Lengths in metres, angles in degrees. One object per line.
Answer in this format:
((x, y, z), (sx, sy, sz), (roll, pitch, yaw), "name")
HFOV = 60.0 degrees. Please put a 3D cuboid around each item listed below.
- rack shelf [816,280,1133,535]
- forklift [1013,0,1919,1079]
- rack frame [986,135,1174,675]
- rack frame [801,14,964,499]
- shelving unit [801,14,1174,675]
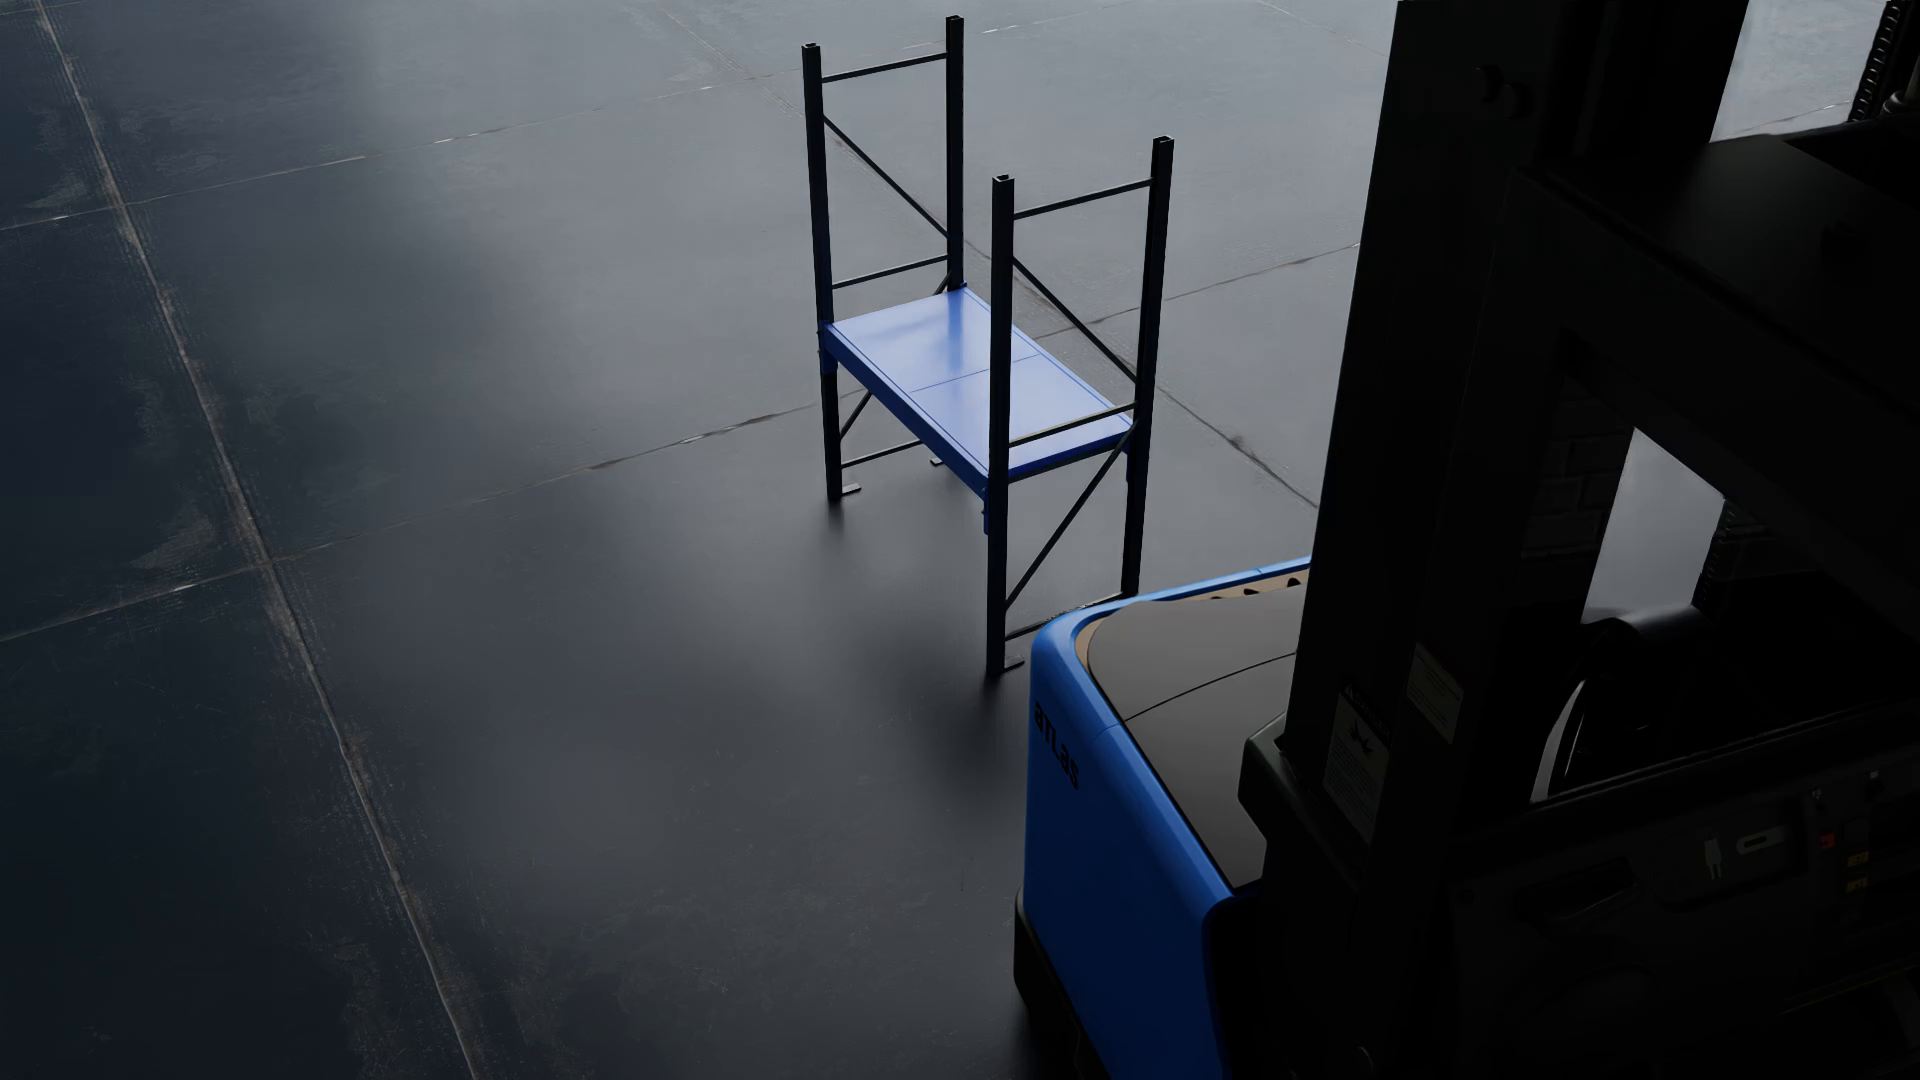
((0.043, -0.417, 4.854), (0.538, 0.185, 1.000), (-19, 40, -24), "rack shelf")
((1.106, 0.554, 2.006), (1.130, 2.935, 3.031), (-12, 38, -16), "forklift")
((0.298, -0.303, 4.393), (0.500, 1.500, 0.032), (-19, 40, -24), "rack frame")
((-0.213, -0.821, 5.103), (0.500, 1.500, 0.032), (-19, 40, -24), "rack frame")
((0.043, -0.562, 4.748), (0.538, 1.500, 1.048), (-19, 40, -24), "shelving unit")
